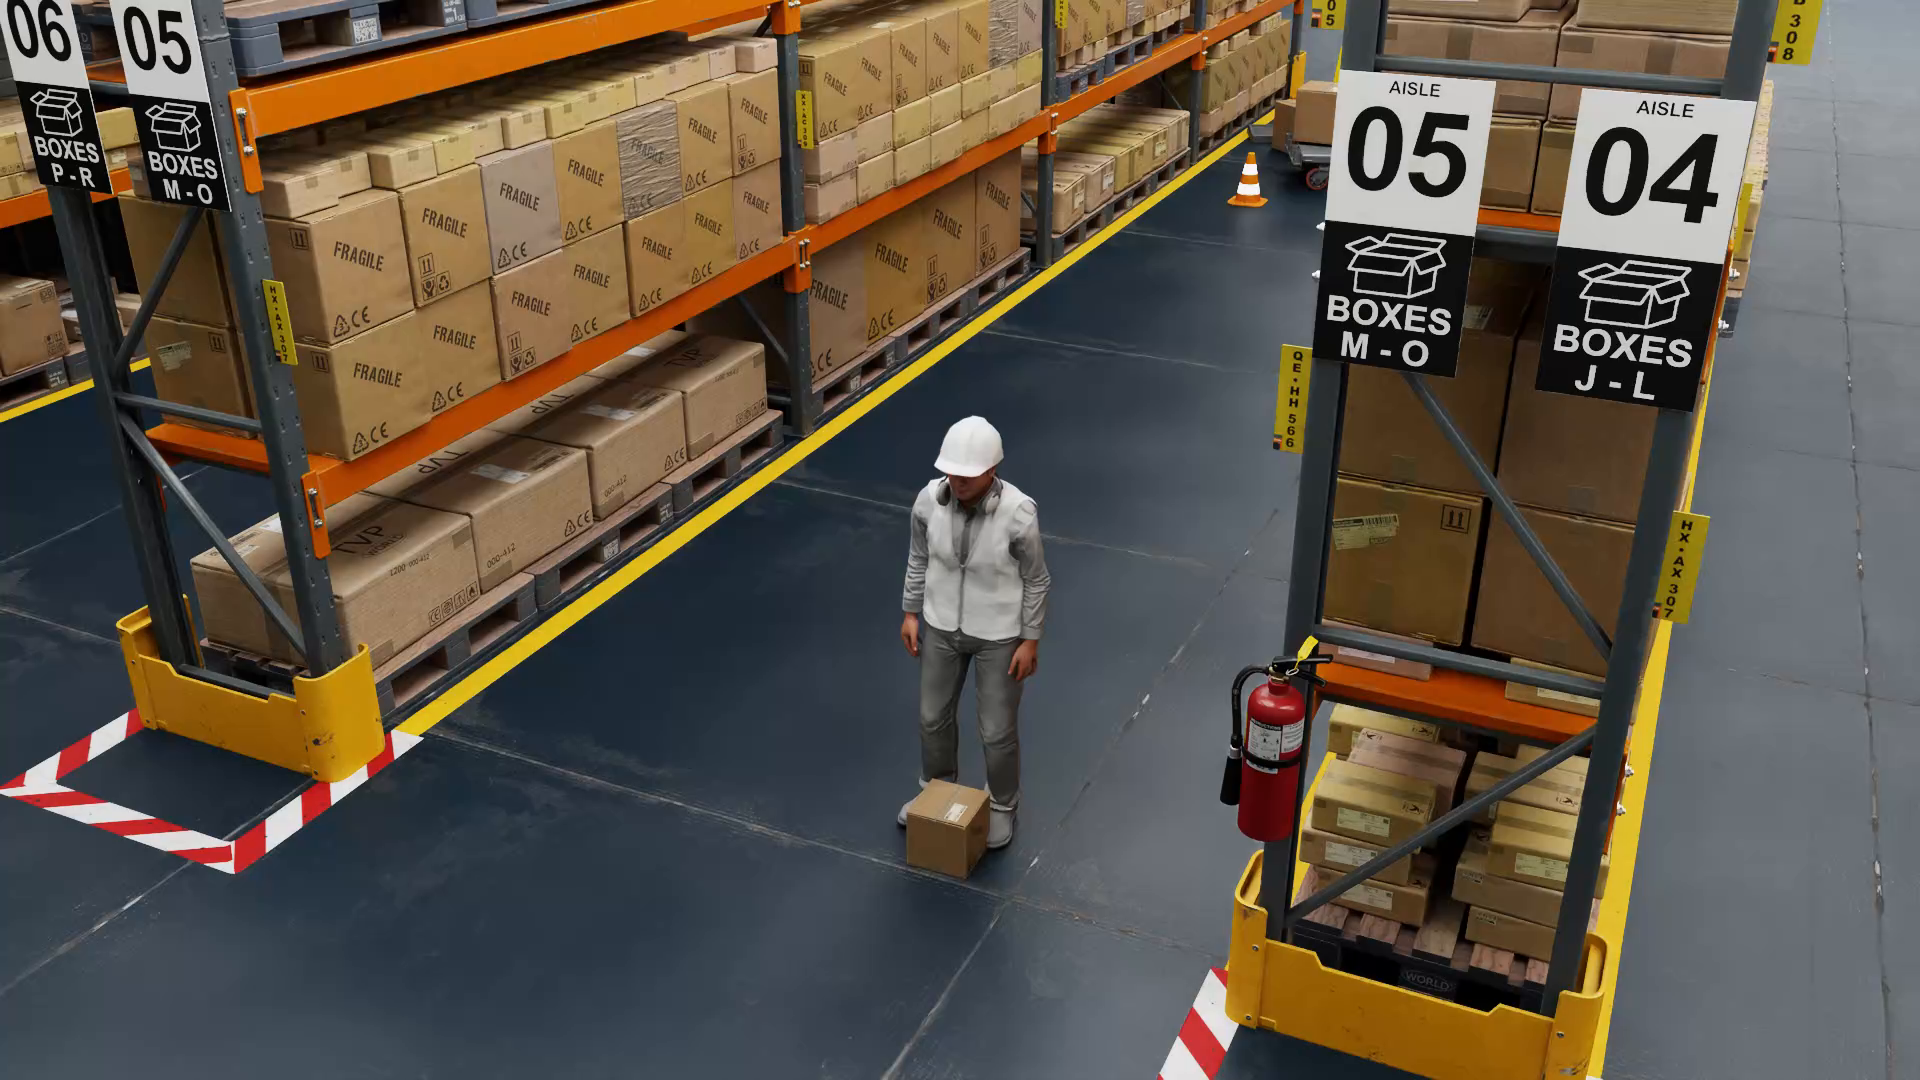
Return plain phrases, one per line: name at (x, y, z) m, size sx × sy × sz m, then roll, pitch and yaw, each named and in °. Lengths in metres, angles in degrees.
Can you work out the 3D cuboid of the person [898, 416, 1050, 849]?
person at (0.051, 0.338, 6.387) m, size 0.581 × 1.772 × 0.460 m, roll 12°, pitch 28°, yaw 22°
